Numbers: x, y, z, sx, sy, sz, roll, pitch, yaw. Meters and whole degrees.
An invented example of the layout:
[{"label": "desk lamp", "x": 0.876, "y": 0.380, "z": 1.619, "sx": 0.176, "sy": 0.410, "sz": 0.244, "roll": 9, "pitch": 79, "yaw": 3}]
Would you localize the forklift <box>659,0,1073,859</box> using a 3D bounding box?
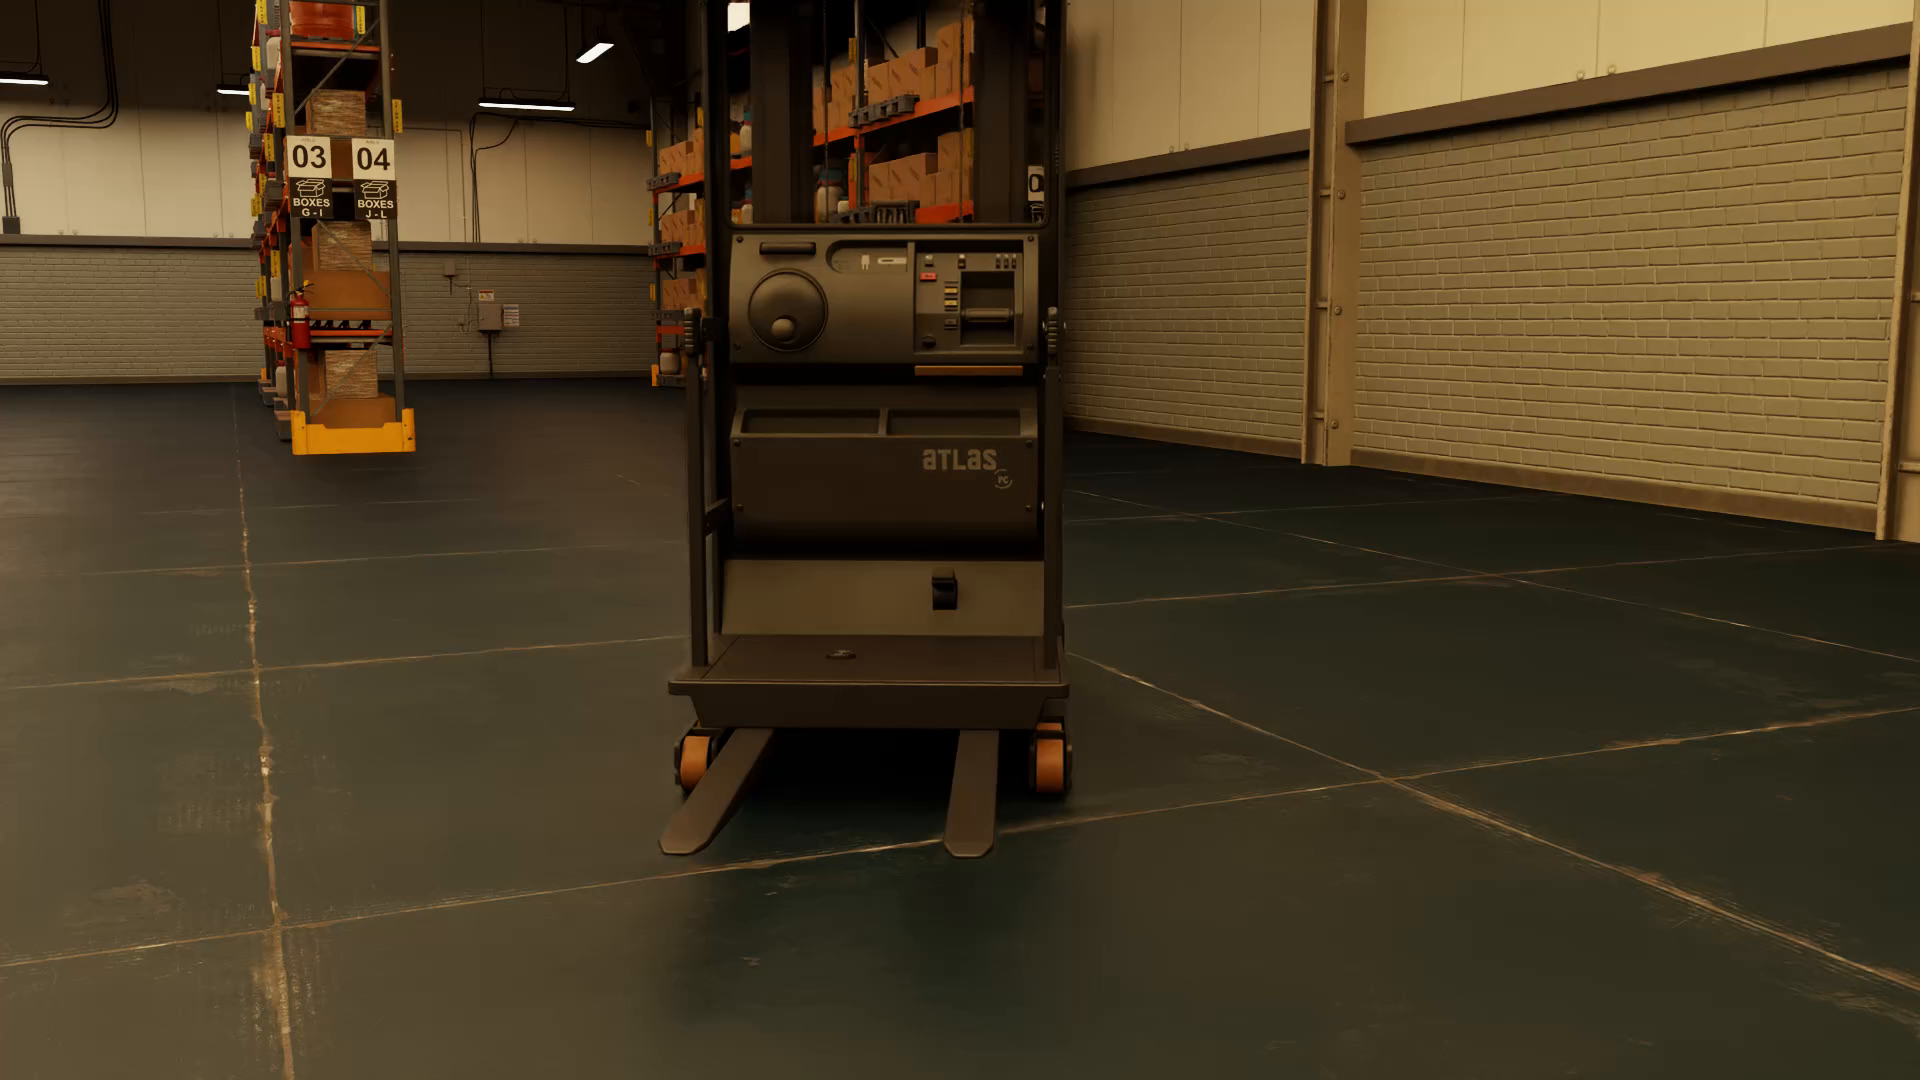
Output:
[{"label": "forklift", "x": -0.234, "y": -0.774, "z": 4.807, "sx": 1.130, "sy": 2.935, "sz": 3.031, "roll": 0, "pitch": 8, "yaw": 2}]
